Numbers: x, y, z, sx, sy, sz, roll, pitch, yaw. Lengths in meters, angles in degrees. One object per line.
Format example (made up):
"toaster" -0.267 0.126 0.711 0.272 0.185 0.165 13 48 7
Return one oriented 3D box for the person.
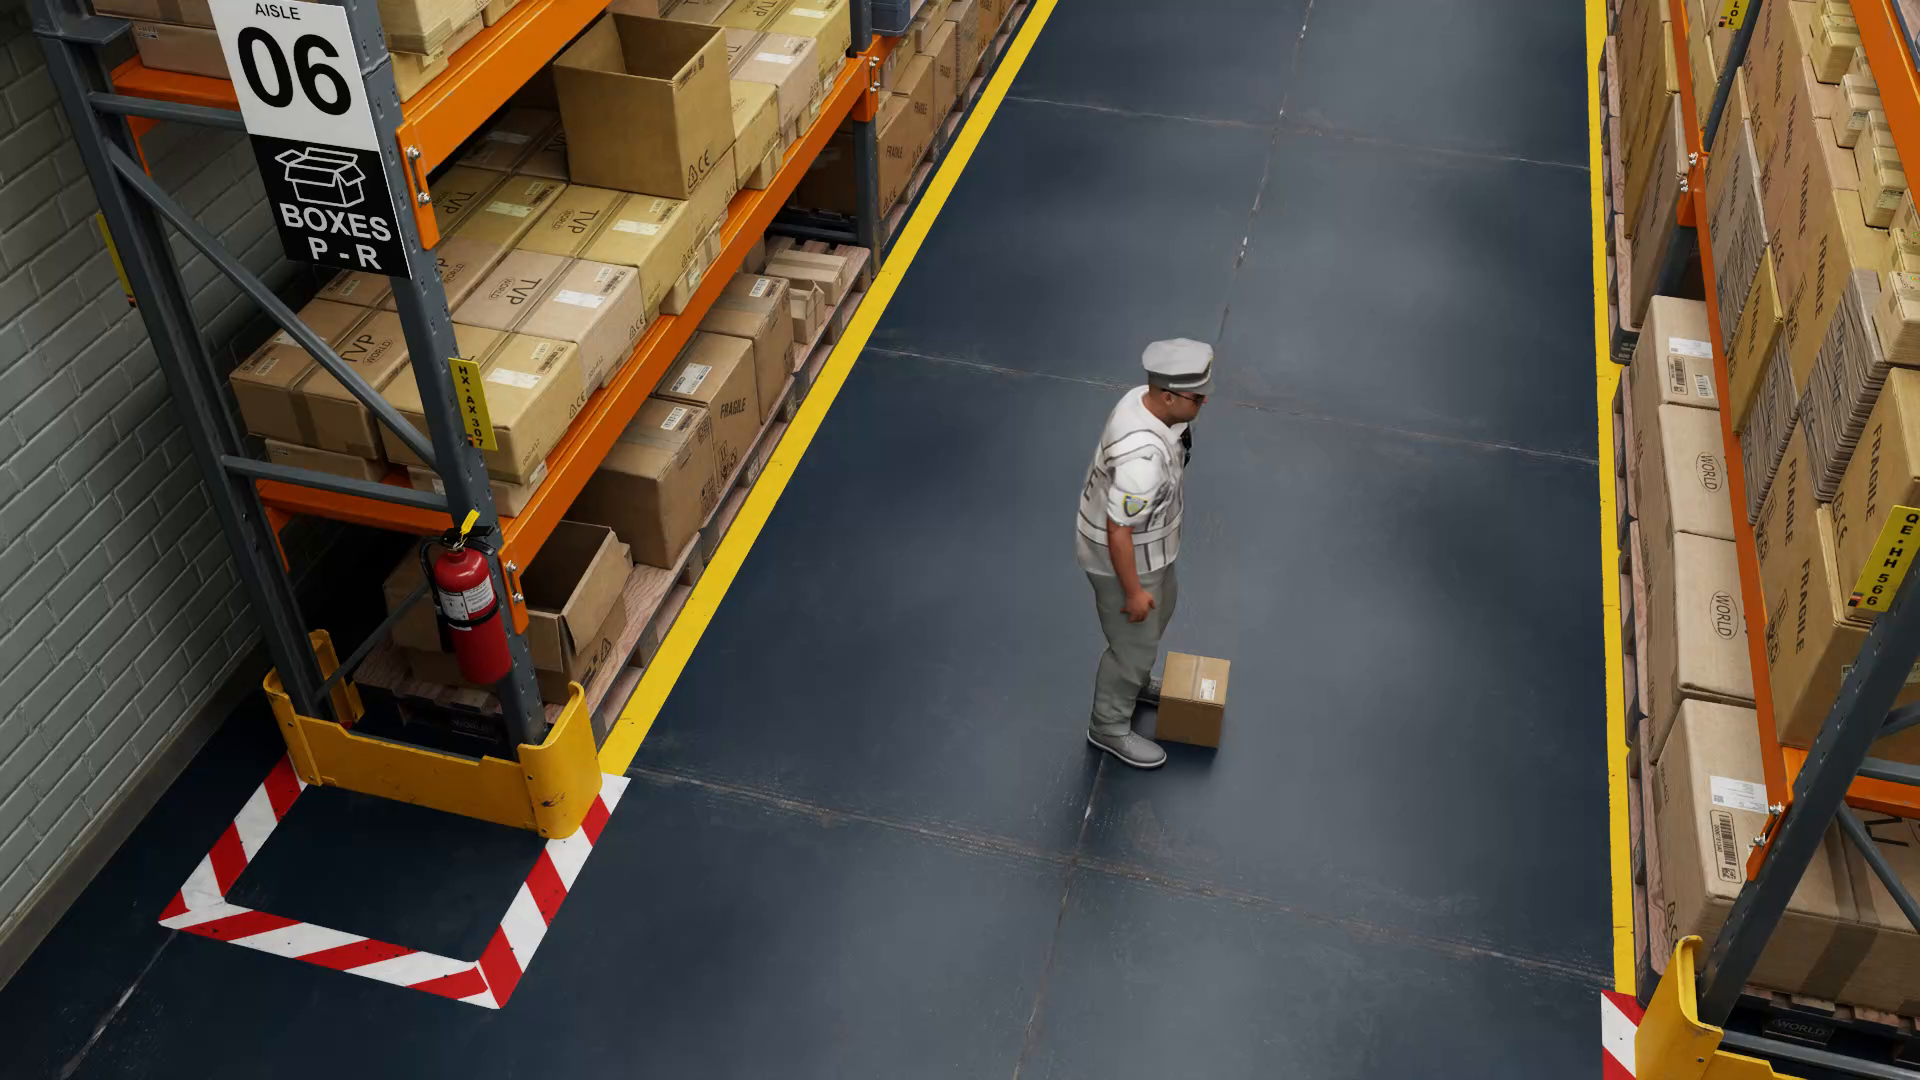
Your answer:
"person" 0.665 0.030 6.117 0.467 1.748 0.587 10 42 12
